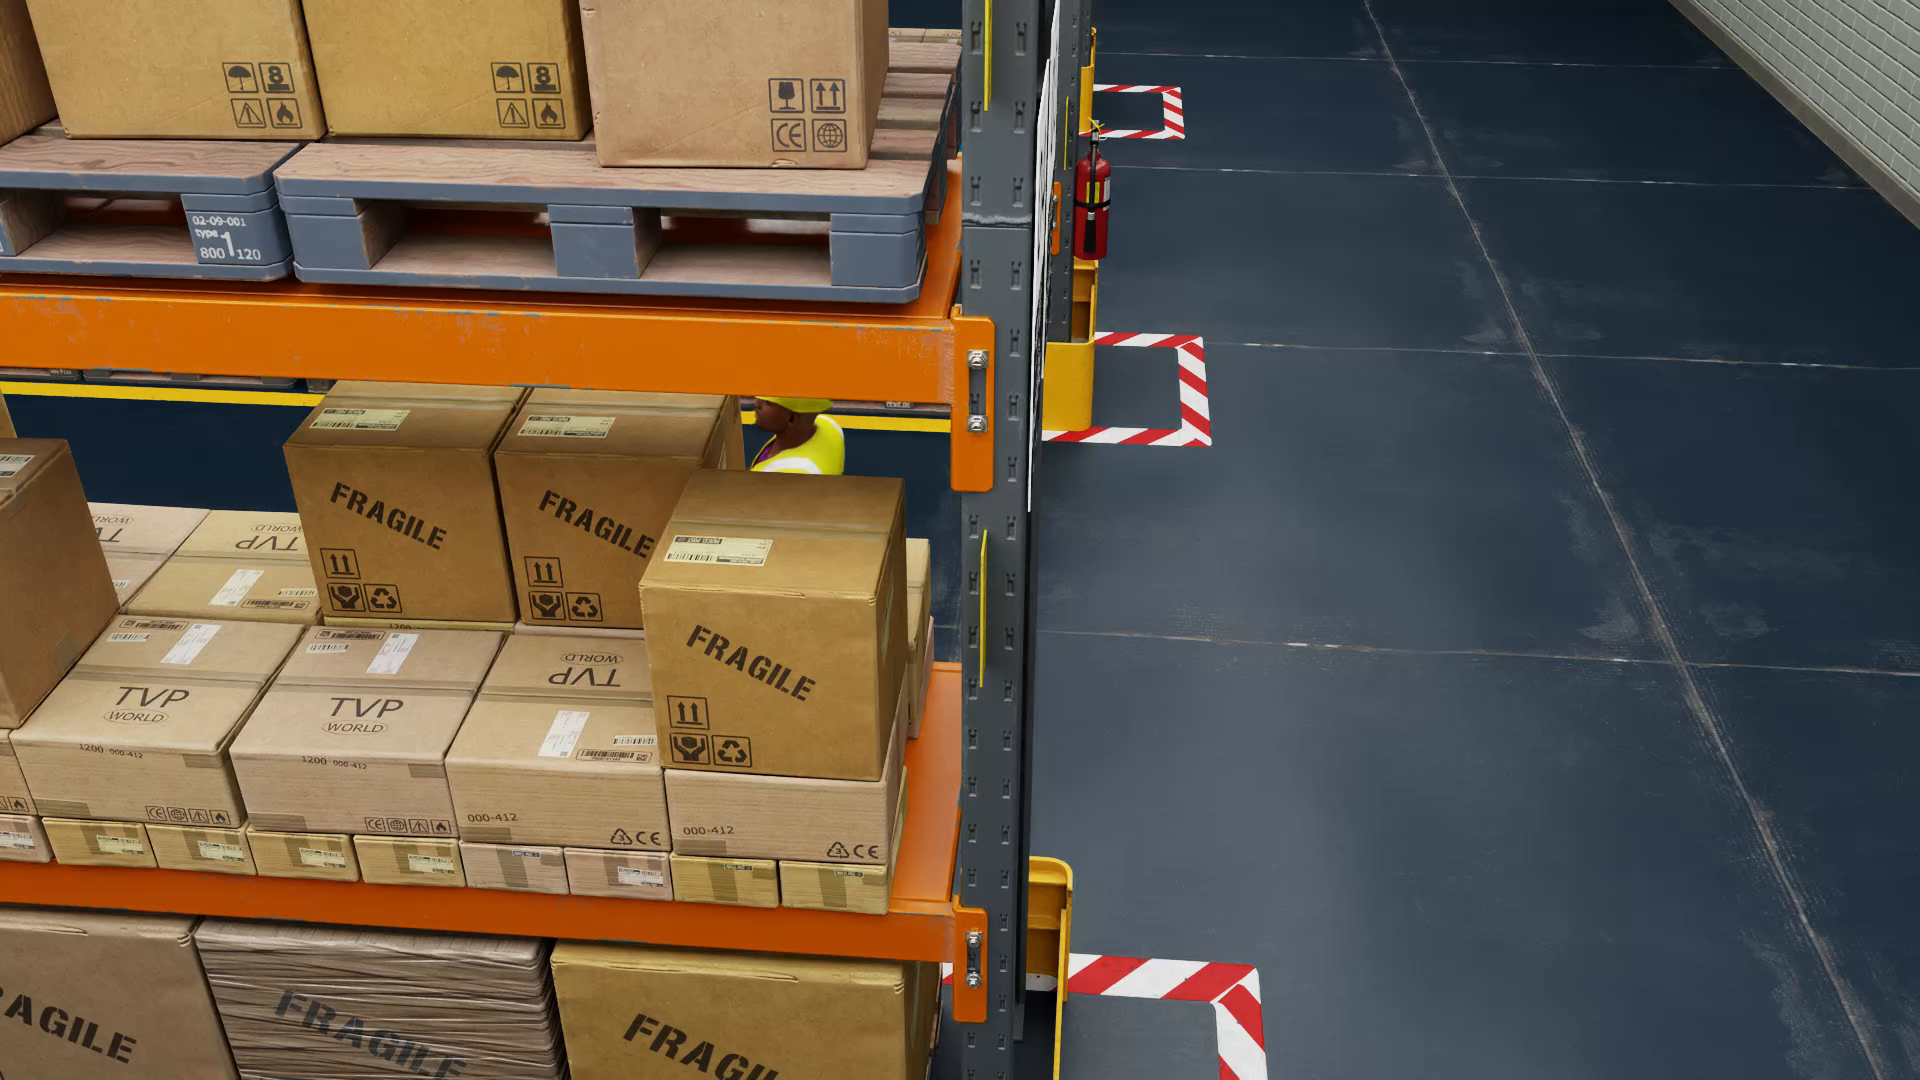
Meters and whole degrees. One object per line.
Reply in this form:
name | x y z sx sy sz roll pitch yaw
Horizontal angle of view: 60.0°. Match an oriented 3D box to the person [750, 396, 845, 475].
person | -0.686 0.150 5.868 0.566 1.771 0.520 2 32 4
